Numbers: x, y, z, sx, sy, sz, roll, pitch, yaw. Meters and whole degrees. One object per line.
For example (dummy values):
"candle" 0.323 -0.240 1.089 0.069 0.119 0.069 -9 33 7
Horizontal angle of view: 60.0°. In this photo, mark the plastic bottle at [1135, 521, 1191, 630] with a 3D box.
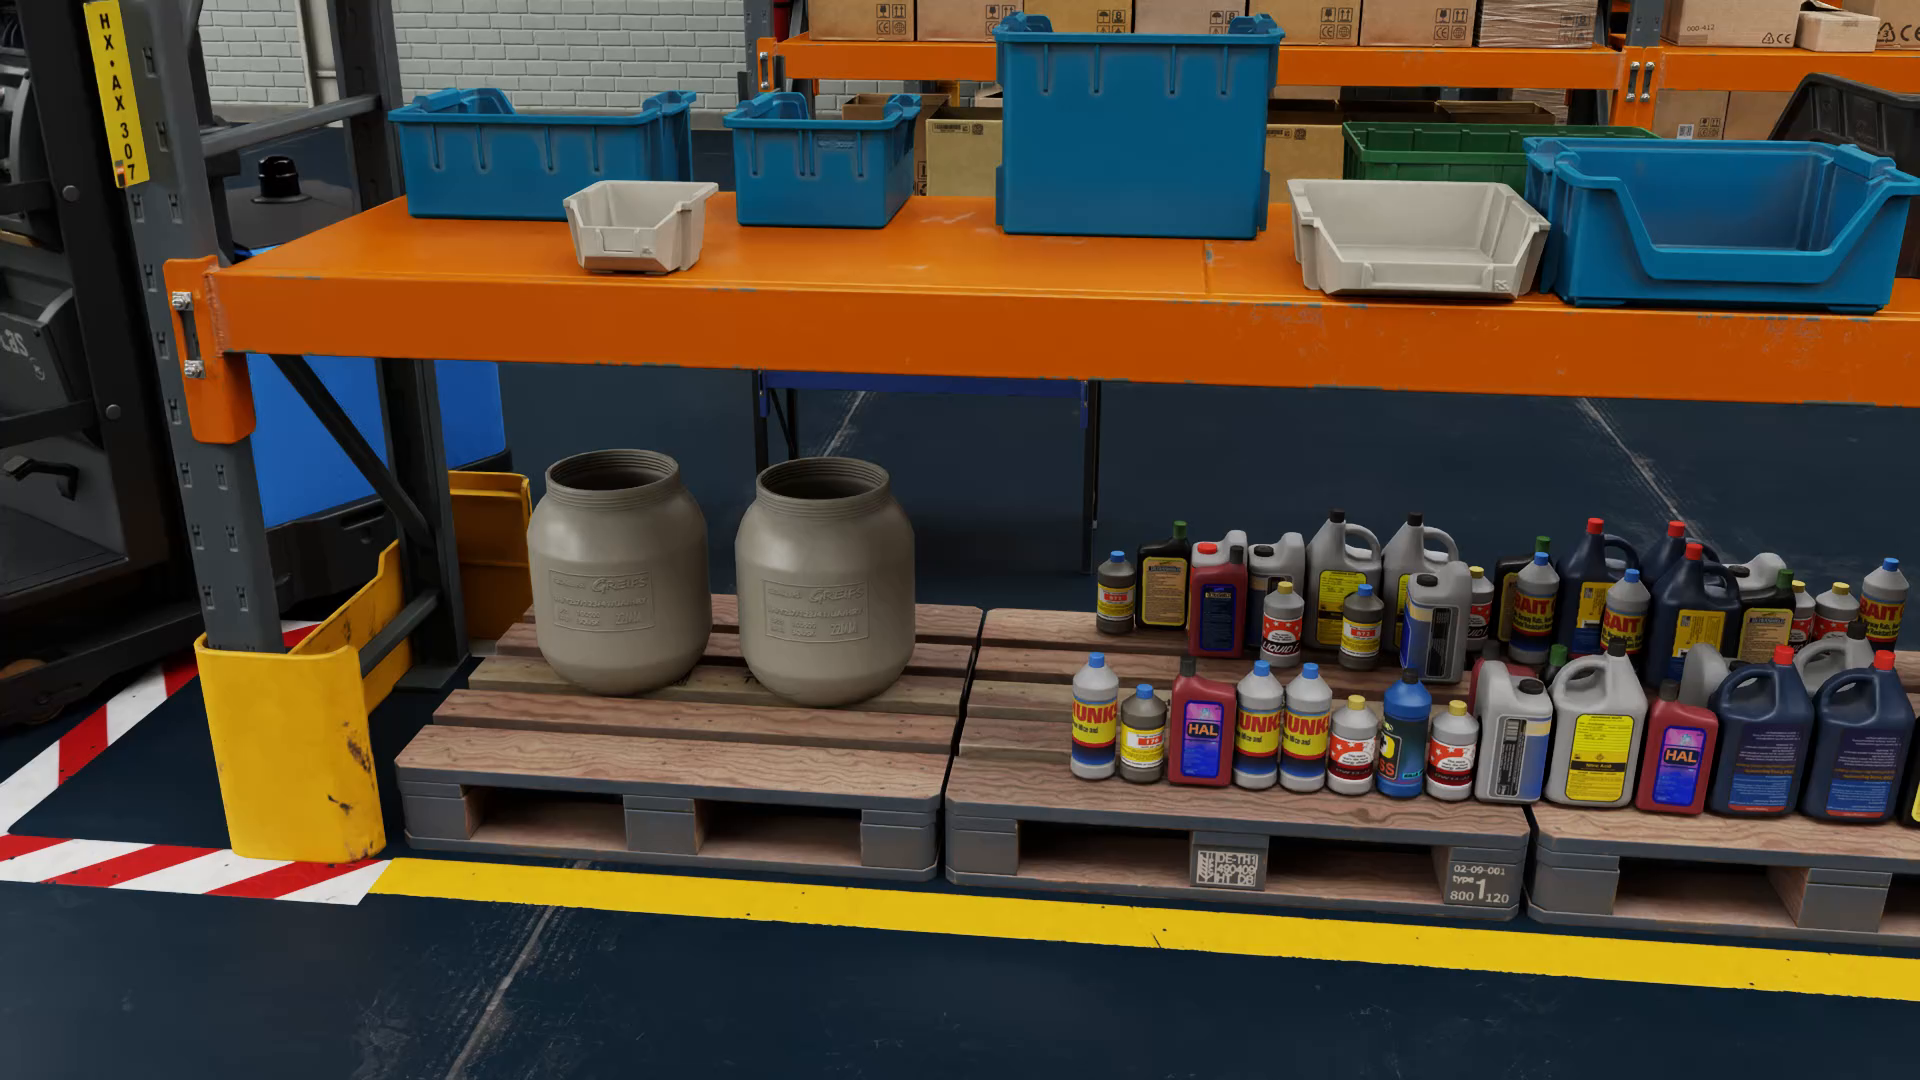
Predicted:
"plastic bottle" 0.517 0.087 4.235 0.133 0.283 0.061 3 22 8

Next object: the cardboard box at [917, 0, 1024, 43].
"cardboard box" 0.094 -2.698 8.048 0.500 0.500 0.700 3 22 8

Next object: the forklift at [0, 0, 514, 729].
"forklift" -2.719 -1.037 4.076 1.130 2.935 3.031 15 26 33

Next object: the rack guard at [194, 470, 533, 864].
"rack guard" -1.395 0.260 4.103 0.348 0.500 1.175 2 22 6

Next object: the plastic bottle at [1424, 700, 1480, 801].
"plastic bottle" 1.030 0.432 3.474 0.097 0.201 0.097 0 22 0

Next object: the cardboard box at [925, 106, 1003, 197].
"cardboard box" 0.113 -1.837 8.156 0.500 0.500 0.500 2 22 6

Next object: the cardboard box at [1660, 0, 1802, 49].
"cardboard box" 3.577 -2.449 7.759 0.500 0.250 0.500 4 22 10

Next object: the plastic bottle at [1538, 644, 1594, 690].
"plastic bottle" 1.298 0.359 3.548 0.133 0.283 0.061 2 22 6

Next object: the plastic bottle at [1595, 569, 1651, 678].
"plastic bottle" 1.585 0.200 3.968 0.097 0.271 0.097 0 22 0

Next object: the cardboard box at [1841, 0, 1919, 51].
"cardboard box" 4.366 -2.509 7.570 0.500 0.500 0.500 4 22 10

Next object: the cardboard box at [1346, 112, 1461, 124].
"cardboard box" 2.101 -1.756 7.950 0.500 0.500 0.500 2 22 6

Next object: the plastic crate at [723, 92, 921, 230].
"plastic crate" -0.300 -0.877 3.781 0.408 0.251 0.499 2 22 6

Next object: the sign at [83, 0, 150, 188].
"sign" -1.545 -0.817 3.050 0.005 0.325 0.100 2 22 6

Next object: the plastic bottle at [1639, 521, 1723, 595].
"plastic bottle" 1.743 0.125 4.049 0.185 0.351 0.144 3 22 8

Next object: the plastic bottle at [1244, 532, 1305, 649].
"plastic bottle" 0.784 0.119 4.164 0.135 0.276 0.152 2 22 5

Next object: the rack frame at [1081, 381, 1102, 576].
"rack frame" 0.420 -0.679 5.118 0.032 1.500 0.500 2 22 6

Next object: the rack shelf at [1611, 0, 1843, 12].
"rack shelf" 5.648 -3.912 12.233 4.000 0.370 1.077 2 22 6

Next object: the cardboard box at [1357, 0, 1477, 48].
"cardboard box" 2.117 -2.608 7.821 0.500 0.500 0.700 2 22 6

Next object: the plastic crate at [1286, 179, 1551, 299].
"plastic crate" 0.854 -0.571 3.163 0.437 0.136 0.530 2 22 6

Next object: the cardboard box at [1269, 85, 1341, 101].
"cardboard box" 2.626 -3.405 12.775 0.500 0.500 0.500 1 22 2

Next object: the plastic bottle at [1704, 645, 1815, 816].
"plastic bottle" 1.632 0.380 3.402 0.185 0.351 0.144 1 22 4

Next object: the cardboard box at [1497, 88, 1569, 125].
"cardboard box" 4.395 -3.349 12.634 0.500 0.500 0.700 3 22 8

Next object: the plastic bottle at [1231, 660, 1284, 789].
"plastic bottle" 0.628 0.382 3.506 0.097 0.271 0.097 0 22 0

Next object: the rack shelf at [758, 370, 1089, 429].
"rack shelf" -0.085 -0.534 5.240 1.000 0.185 0.538 2 22 6

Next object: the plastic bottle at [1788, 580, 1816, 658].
"plastic bottle" 2.029 0.198 4.066 0.097 0.201 0.097 0 22 0

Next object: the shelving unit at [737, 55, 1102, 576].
"shelving unit" -0.085 -0.701 5.173 1.048 1.500 0.538 2 22 6

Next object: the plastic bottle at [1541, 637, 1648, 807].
"plastic bottle" 1.311 0.366 3.438 0.185 0.351 0.144 2 22 6

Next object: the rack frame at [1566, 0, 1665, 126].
"rack frame" 3.083 -2.524 7.745 0.127 3.000 1.000 2 22 6

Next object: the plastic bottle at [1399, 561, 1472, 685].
"plastic bottle" 1.141 0.188 3.990 0.135 0.276 0.152 2 22 6

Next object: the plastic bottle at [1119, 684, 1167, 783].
"plastic bottle" 0.390 0.404 3.545 0.097 0.201 0.097 0 22 0

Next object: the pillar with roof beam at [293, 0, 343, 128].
"pillar with roof beam" -5.978 -6.269 9.058 0.400 9.000 9.100 2 22 6

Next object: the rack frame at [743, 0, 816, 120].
"rack frame" -0.890 -2.697 8.183 0.127 3.000 1.000 2 22 6

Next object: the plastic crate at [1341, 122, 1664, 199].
"plastic crate" 1.181 -0.779 3.619 0.662 0.188 0.450 2 22 6

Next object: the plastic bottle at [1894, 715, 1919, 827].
"plastic bottle" 1.979 0.442 3.337 0.133 0.283 0.061 4 22 9

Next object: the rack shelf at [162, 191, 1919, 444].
"rack shelf" 0.510 -0.468 3.522 4.000 0.370 1.077 2 22 6

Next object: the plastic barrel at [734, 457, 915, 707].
"plastic barrel" -0.316 0.095 3.933 0.421 0.512 0.421 0 22 0

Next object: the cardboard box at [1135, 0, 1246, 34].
"cardboard box" 1.110 -2.653 7.934 0.500 0.500 0.700 3 22 8

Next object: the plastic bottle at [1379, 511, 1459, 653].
"plastic bottle" 1.134 0.098 4.116 0.185 0.351 0.144 2 22 6

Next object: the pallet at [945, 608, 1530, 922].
"pallet" 0.619 0.485 3.927 1.213 0.211 1.003 2 22 6

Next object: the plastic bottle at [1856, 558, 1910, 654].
"plastic bottle" 2.231 0.174 4.031 0.097 0.271 0.097 0 22 0

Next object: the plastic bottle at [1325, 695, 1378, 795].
"plastic bottle" 0.826 0.423 3.497 0.097 0.201 0.097 0 22 0

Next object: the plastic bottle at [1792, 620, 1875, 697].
"plastic bottle" 1.839 0.336 3.514 0.185 0.351 0.144 2 22 6

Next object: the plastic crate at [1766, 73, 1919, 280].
"plastic crate" 1.991 -0.756 3.357 0.504 0.338 0.767 2 22 6

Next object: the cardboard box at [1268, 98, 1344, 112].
"cardboard box" 1.666 -1.967 8.485 0.500 0.500 0.500 2 22 6

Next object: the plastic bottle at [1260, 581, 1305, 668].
"plastic bottle" 0.788 0.200 4.061 0.097 0.201 0.097 0 22 0

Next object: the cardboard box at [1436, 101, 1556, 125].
"cardboard box" 2.659 -1.924 8.375 0.500 0.500 0.500 2 22 6

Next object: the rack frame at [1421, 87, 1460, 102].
"rack frame" 3.662 -4.333 12.320 0.127 3.000 1.000 2 22 6

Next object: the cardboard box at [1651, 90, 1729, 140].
"cardboard box" 5.416 -3.309 12.530 0.500 0.500 0.700 3 22 7

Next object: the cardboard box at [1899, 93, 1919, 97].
"cardboard box" 6.913 -3.214 12.292 0.500 0.500 0.700 3 22 7

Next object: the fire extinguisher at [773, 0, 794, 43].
"fire extinguisher" -0.952 -2.836 8.639 0.183 0.674 0.296 2 22 6

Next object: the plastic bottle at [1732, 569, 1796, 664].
"plastic bottle" 1.895 0.204 3.941 0.133 0.283 0.061 2 22 6

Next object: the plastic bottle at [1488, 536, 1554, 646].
"plastic bottle" 1.397 0.126 4.138 0.133 0.283 0.061 3 22 9
